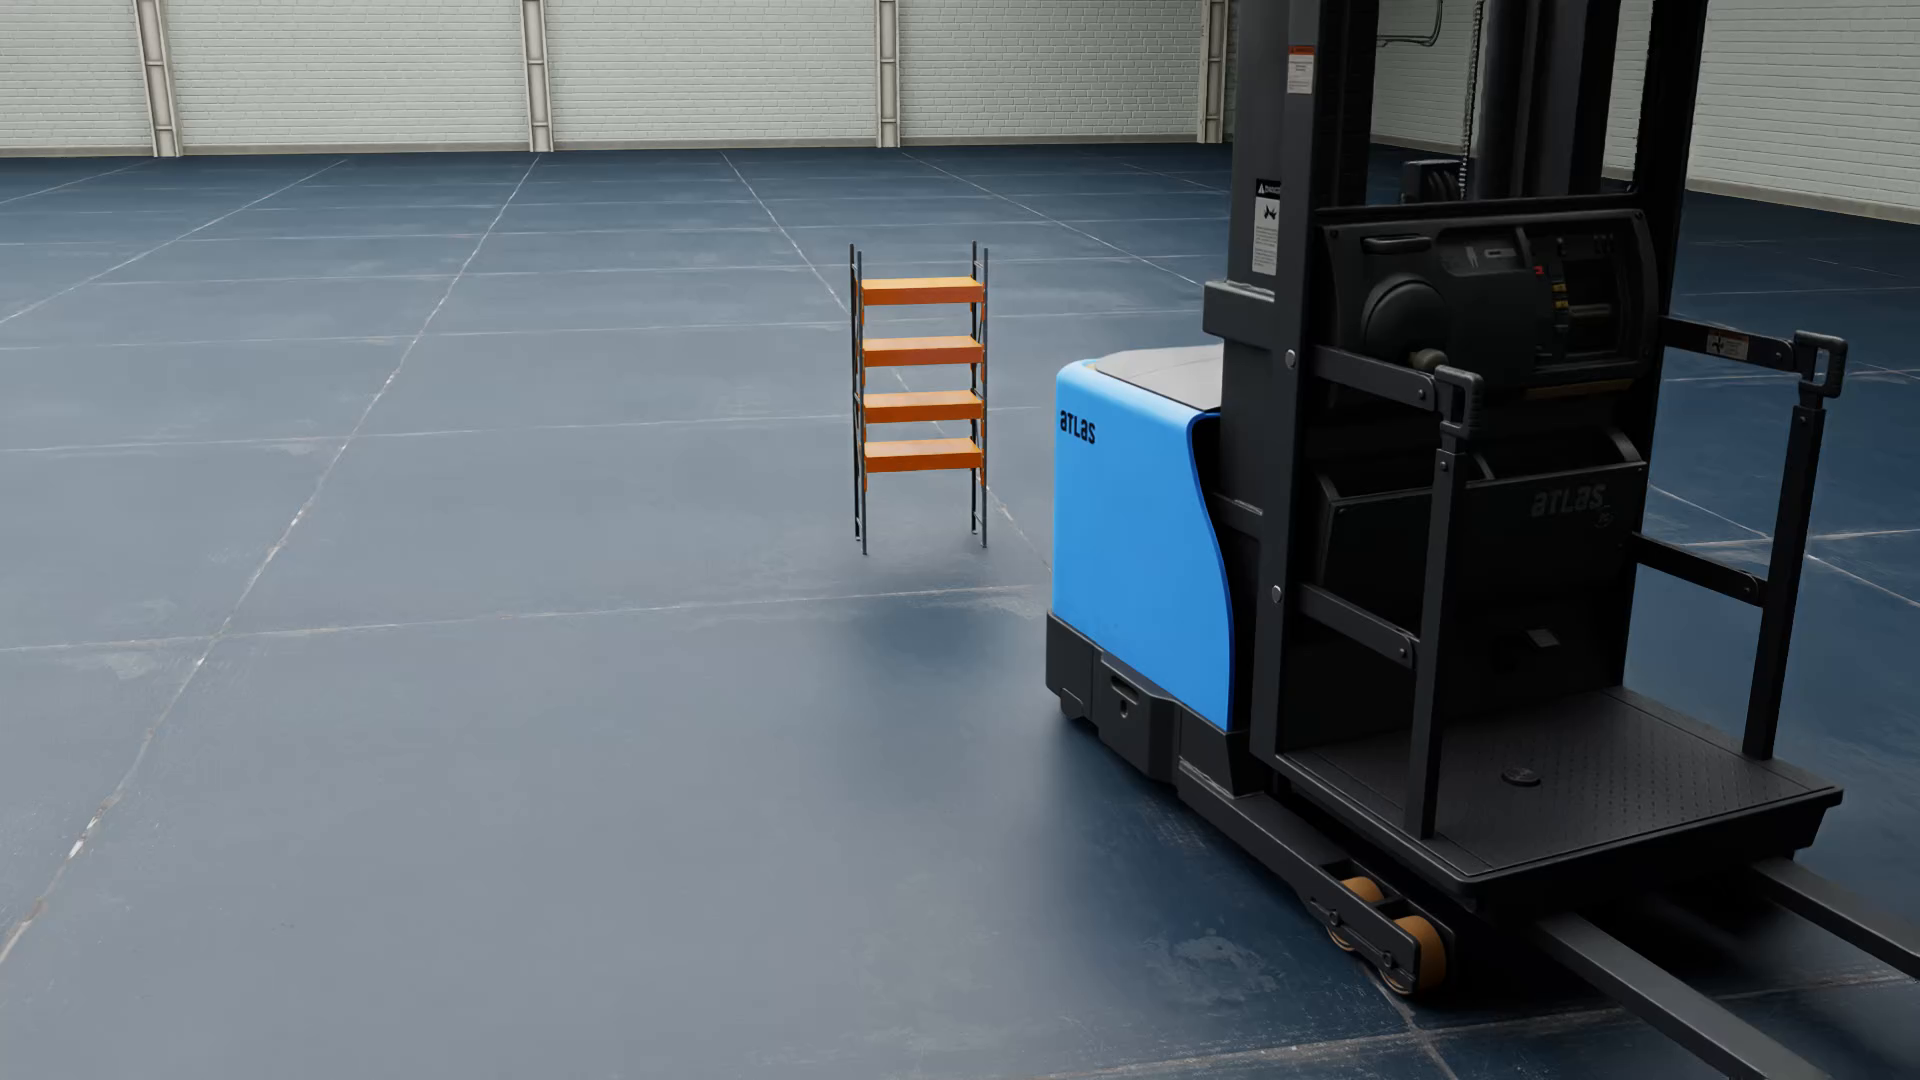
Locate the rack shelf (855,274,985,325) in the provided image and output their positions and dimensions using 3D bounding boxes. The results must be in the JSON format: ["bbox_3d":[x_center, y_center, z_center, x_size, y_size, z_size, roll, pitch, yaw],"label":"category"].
[{"bbox_3d":[-0.163,-0.940,6.490,0.480,0.148,0.258,-3,17,-10],"label":"rack shelf"}]

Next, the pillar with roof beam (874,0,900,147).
[{"bbox_3d":[-0.466,-10.074,24.285,0.400,9.000,9.100,-3,17,-10],"label":"pillar with roof beam"}]

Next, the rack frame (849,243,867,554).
[{"bbox_3d":[-0.402,-0.551,6.561,0.015,1.200,0.240,-3,17,-10],"label":"rack frame"}]

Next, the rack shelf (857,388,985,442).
[{"bbox_3d":[-0.163,-0.500,6.625,0.480,0.148,0.258,-3,17,-10],"label":"rack shelf"}]

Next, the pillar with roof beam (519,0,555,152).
[{"bbox_3d":[-6.357,-9.740,23.196,0.400,9.000,9.100,-3,17,-10],"label":"pillar with roof beam"}]

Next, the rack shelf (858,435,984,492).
[{"bbox_3d":[-0.163,-0.310,6.684,0.480,0.148,0.258,-3,17,-10],"label":"rack shelf"}]

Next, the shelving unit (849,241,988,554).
[{"bbox_3d":[-0.163,-0.564,6.606,0.503,1.200,0.258,-3,17,-10],"label":"shelving unit"}]

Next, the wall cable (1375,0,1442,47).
[{"bbox_3d":[7.752,-9.948,29.162,0.112,2.526,3.097,-3,17,-10],"label":"wall cable"}]

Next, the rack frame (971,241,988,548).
[{"bbox_3d":[0.077,-0.578,6.650,0.015,1.200,0.240,-3,17,-10],"label":"rack frame"}]

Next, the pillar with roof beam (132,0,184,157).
[{"bbox_3d":[-12.248,-9.406,22.108,0.400,9.000,9.100,-3,17,-10],"label":"pillar with roof beam"}]

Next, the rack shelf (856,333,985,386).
[{"bbox_3d":[-0.163,-0.714,6.560,0.480,0.148,0.258,-3,17,-10],"label":"rack shelf"}]

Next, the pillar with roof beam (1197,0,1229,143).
[{"bbox_3d":[5.425,-10.408,25.373,0.400,9.000,9.100,-3,17,-10],"label":"pillar with roof beam"}]

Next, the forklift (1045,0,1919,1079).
[{"bbox_3d":[1.321,-0.560,3.642,1.130,2.935,3.031,-7,19,-23],"label":"forklift"}]
